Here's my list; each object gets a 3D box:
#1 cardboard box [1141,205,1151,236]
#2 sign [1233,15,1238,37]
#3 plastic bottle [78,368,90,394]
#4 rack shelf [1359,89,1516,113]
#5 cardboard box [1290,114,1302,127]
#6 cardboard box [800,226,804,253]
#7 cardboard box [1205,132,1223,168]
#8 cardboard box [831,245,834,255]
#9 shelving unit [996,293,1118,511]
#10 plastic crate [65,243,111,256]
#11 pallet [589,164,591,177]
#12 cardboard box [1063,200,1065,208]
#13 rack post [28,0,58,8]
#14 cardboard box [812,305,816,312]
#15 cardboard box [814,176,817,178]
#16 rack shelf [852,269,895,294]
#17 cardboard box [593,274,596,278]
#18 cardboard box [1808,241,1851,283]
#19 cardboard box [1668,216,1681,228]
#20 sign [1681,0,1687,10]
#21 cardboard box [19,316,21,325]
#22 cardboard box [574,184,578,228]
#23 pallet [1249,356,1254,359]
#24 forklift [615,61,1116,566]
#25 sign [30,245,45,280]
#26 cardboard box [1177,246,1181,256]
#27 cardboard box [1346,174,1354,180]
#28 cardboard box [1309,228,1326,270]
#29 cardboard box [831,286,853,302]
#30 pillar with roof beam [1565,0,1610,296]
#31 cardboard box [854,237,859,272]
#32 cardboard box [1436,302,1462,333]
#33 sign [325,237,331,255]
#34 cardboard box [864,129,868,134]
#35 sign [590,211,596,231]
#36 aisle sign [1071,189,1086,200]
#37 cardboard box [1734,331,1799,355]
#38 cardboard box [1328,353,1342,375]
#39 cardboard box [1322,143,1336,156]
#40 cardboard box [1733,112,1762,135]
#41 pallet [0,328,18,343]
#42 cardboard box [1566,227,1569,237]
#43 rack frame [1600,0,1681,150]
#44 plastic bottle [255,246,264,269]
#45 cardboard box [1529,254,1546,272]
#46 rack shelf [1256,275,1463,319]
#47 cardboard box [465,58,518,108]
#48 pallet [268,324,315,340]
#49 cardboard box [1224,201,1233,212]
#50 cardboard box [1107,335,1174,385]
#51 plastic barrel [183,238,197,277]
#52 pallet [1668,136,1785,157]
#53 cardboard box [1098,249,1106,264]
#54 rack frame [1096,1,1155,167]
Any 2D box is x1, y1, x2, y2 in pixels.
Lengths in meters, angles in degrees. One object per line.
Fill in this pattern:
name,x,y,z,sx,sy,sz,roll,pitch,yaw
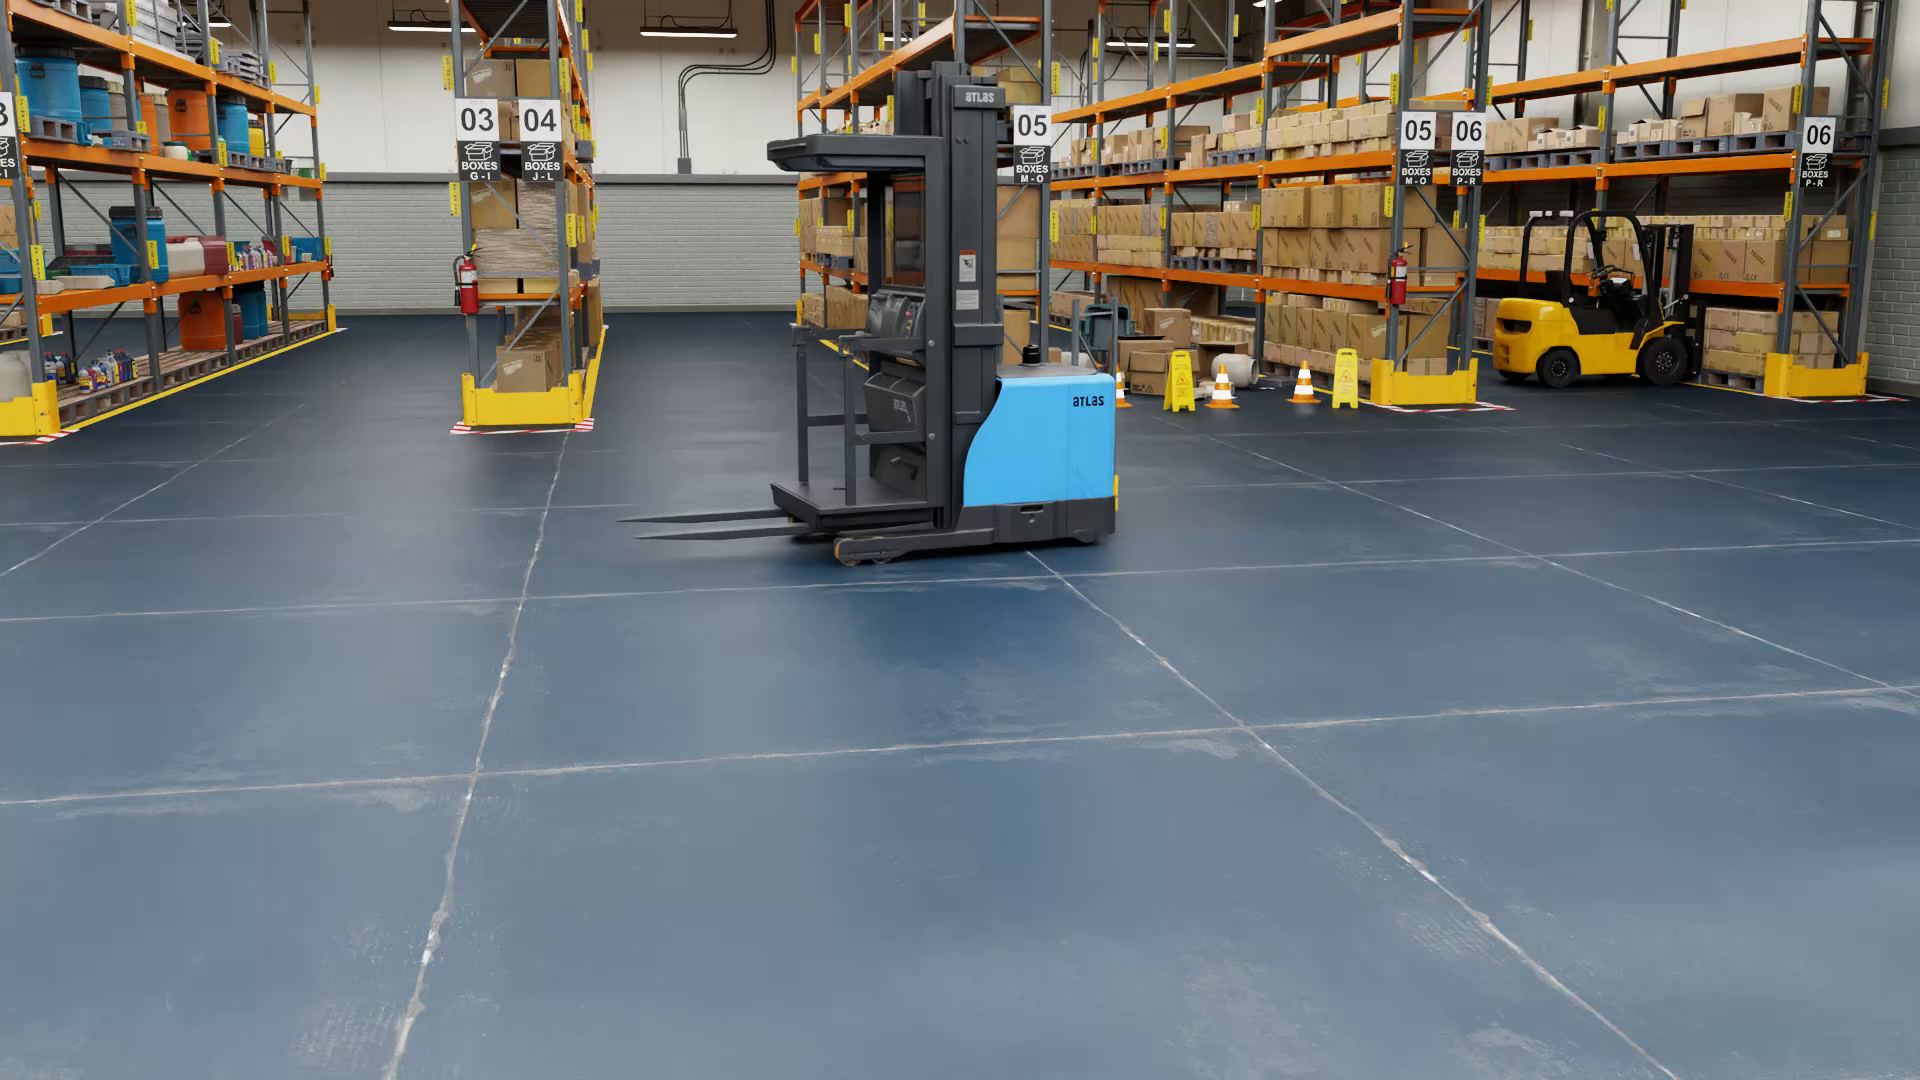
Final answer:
cardboard box,3.258,-5.210,27.108,0.500,0.500,0.500,-2,11,-10
sign,4.253,-7.957,25.727,0.100,0.325,0.005,-2,11,-11
plastic bottle,-9.347,-1.703,17.741,0.097,0.271,0.097,0,11,0
rack shelf,8.202,-7.436,28.692,1.077,0.370,4.000,-2,11,-11
cardboard box,4.389,-5.285,20.958,0.380,0.149,0.250,-2,11,-11
cardboard box,-2.852,-5.863,32.413,0.500,0.500,0.500,-2,11,-8
cardboard box,4.048,-5.737,24.515,0.797,0.503,0.637,-2,11,-11
cardboard box,-1.855,-4.637,26.585,0.380,0.149,0.250,-3,11,-14
shelving unit,0.527,-0.971,11.788,1.083,1.500,0.587,9,14,39
plastic crate,-10.472,-3.326,19.977,0.402,0.464,0.583,-2,11,-11
pallet,-7.158,-6.668,29.922,1.003,0.211,1.213,-2,11,-11
cardboard box,2.202,-6.504,32.167,0.380,0.149,0.250,-2,11,-10
rack post,-9.322,-5.328,15.959,0.937,0.300,0.954,-1,11,-5
cardboard box,-2.598,-4.416,31.582,0.380,0.149,0.250,-3,11,-14
cardboard box,-2.337,-6.598,29.719,0.500,0.250,0.500,-2,11,-11
rack shelf,-0.724,-3.572,23.366,1.077,0.370,4.000,-2,11,-11
cardboard box,-7.174,-4.479,30.766,0.875,0.875,0.875,-2,11,-11
cardboard box,10.323,-3.355,20.034,0.500,0.500,0.500,-2,11,-9
cardboard box,9.468,-4.150,21.679,0.380,0.149,0.250,-2,11,-11
sign,9.918,-7.438,22.786,0.100,0.325,0.005,-2,11,-11
cardboard box,-16.934,-3.894,29.535,0.380,0.166,0.250,-2,11,-11
cardboard box,-4.764,-3.919,19.528,0.500,0.500,0.500,-2,11,-11
pallet,4.348,-2.530,23.426,1.003,0.211,1.213,-2,11,-11
forklift,-0.584,-1.397,10.195,3.031,2.935,1.130,-4,12,-21
sign,-8.760,-2.638,15.796,0.100,0.325,0.005,-2,11,-11
cardboard box,3.604,-4.508,25.905,0.380,0.149,0.250,-3,11,-14
cardboard box,7.454,-6.811,31.109,0.380,0.149,0.250,-2,11,-11
cardboard box,4.636,-3.586,20.452,0.500,0.500,0.500,-2,11,-10
cardboard box,-1.900,-4.130,27.930,0.500,0.250,0.500,-2,11,-9
pillar with roof beam,5.506,-7.256,24.754,9.100,9.000,0.400,-2,11,-11
cardboard box,-1.290,-4.249,24.733,0.500,0.500,0.500,-2,11,-10
cardboard box,8.298,-3.720,27.782,0.500,0.500,0.500,-2,11,-9
sign,-11.876,-5.521,31.244,0.100,0.325,0.005,-2,11,-11
cardboard box,-1.090,-5.715,23.689,0.500,0.250,0.500,-2,11,-9
sign,-6.245,-5.416,28.243,0.100,0.325,0.005,-2,11,-11
aisle sign,2.457,-7.260,33.864,0.394,0.787,0.004,-2,11,-11
cardboard box,9.746,-2.384,20.093,0.500,0.250,0.500,-2,11,-12
cardboard box,4.765,-2.113,20.007,0.500,0.250,0.500,-2,11,-11
cardboard box,4.593,-4.709,20.066,0.380,0.149,0.250,-2,11,-12
cardboard box,9.639,-5.055,20.181,0.396,0.266,0.258,-2,11,-11
pallet,-16.867,-3.485,28.442,1.003,0.211,1.213,-2,11,-11
cardboard box,9.021,-4.454,24.075,0.380,0.149,0.250,-2,11,-11
rack frame,9.369,-6.886,22.806,1.000,3.000,0.127,-2,11,-11
plastic bottle,-11.098,-4.469,26.287,0.144,0.351,0.185,-2,11,-11
cardboard box,8.845,-4.132,24.784,0.500,0.250,0.500,-2,11,-11
rack shelf,4.890,-3.037,20.555,1.077,0.370,4.000,-2,11,-11
cardboard box,-4.991,-4.853,17.748,0.500,0.500,0.500,-2,11,-11
pallet,-12.056,-3.672,29.424,1.003,0.211,1.213,-2,11,-11
cardboard box,3.966,-4.729,23.601,0.380,0.149,0.250,-3,11,-13
cardboard box,2.264,-2.265,20.890,0.797,0.637,0.503,-2,11,-11
plastic barrel,-10.365,-3.747,22.063,0.421,0.512,0.421,0,11,0
pallet,9.794,-4.990,21.105,1.003,0.211,1.213,-2,11,-11
cardboard box,2.772,-5.061,29.664,0.500,0.250,0.500,-2,11,-12
rack frame,2.945,-8.172,29.563,1.000,3.000,0.127,-2,11,-11
